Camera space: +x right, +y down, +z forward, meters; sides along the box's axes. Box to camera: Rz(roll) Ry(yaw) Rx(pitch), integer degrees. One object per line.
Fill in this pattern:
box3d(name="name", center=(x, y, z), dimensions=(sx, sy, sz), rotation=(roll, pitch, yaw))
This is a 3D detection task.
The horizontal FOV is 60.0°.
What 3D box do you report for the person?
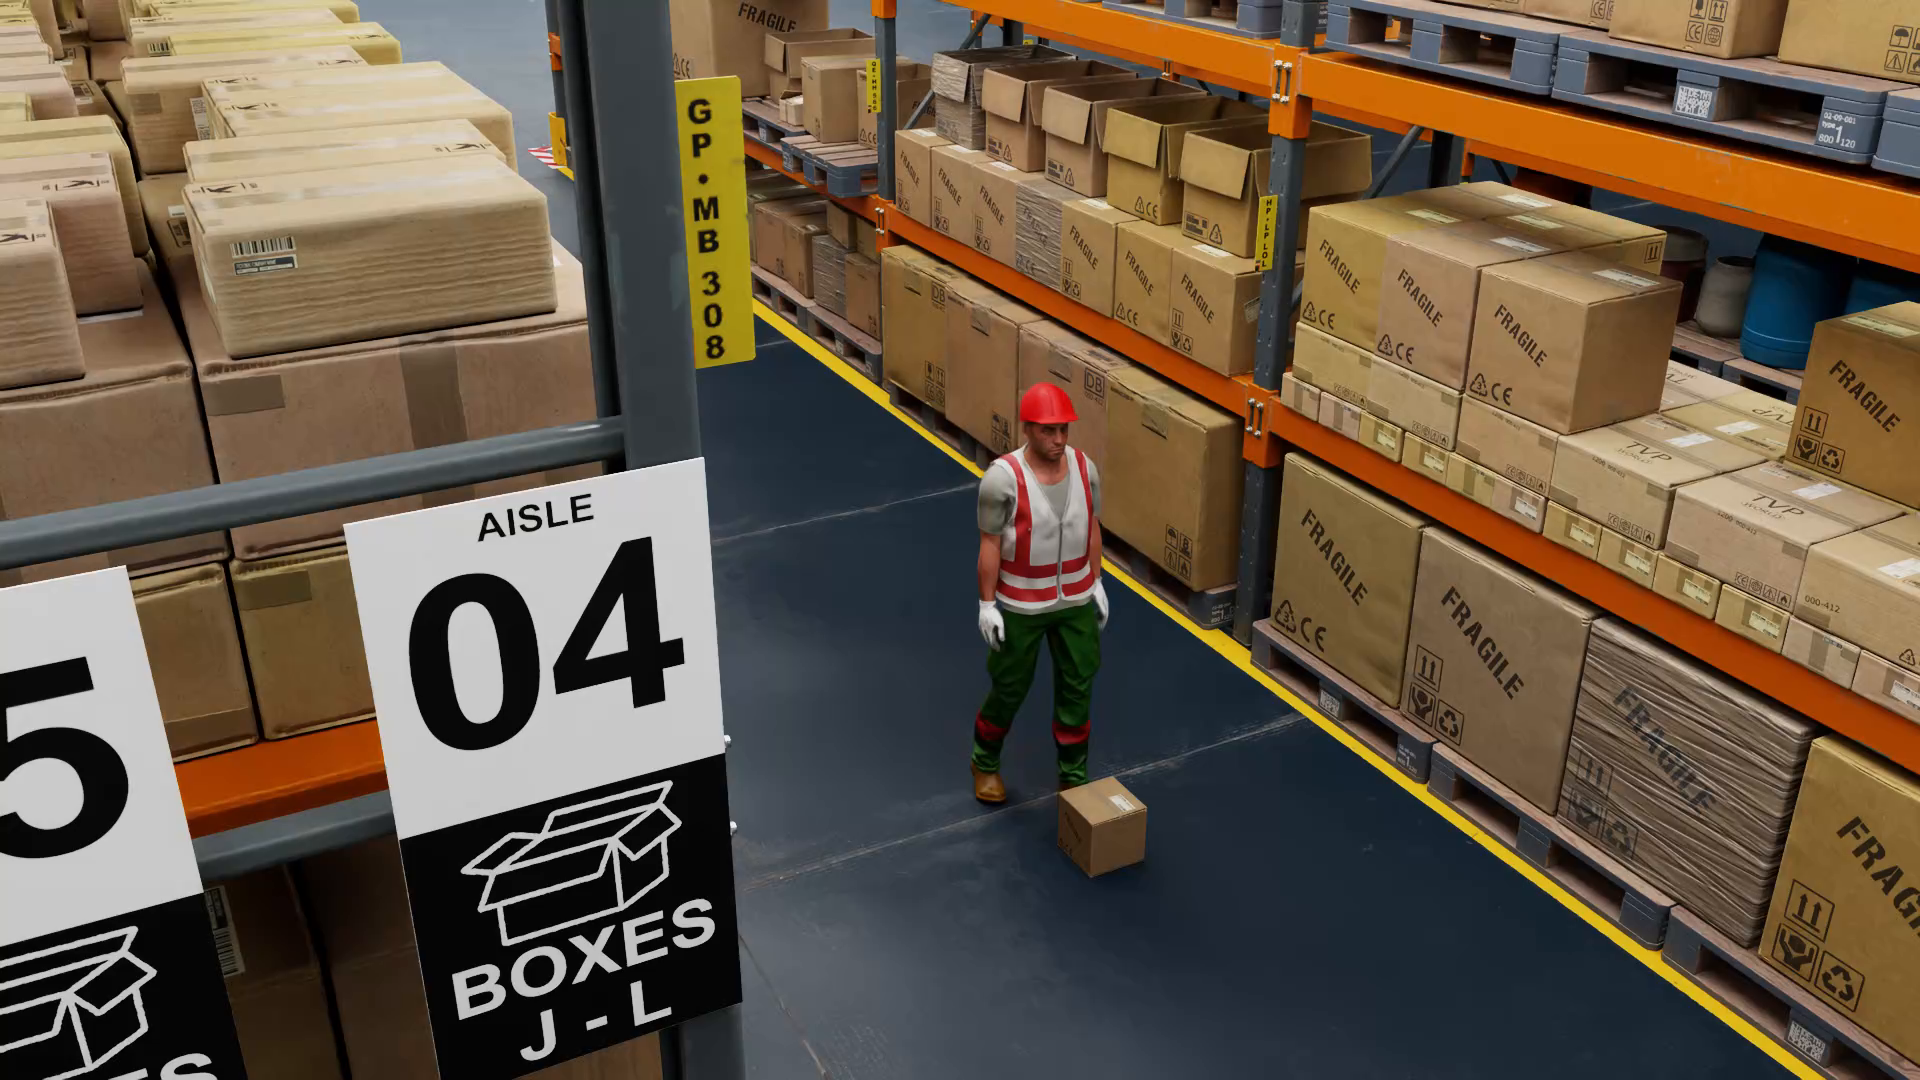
box3d(name="person", center=(0.347, 0.256, 6.537), dimensions=(0.564, 1.803, 0.562), rotation=(-10, 27, -20))
